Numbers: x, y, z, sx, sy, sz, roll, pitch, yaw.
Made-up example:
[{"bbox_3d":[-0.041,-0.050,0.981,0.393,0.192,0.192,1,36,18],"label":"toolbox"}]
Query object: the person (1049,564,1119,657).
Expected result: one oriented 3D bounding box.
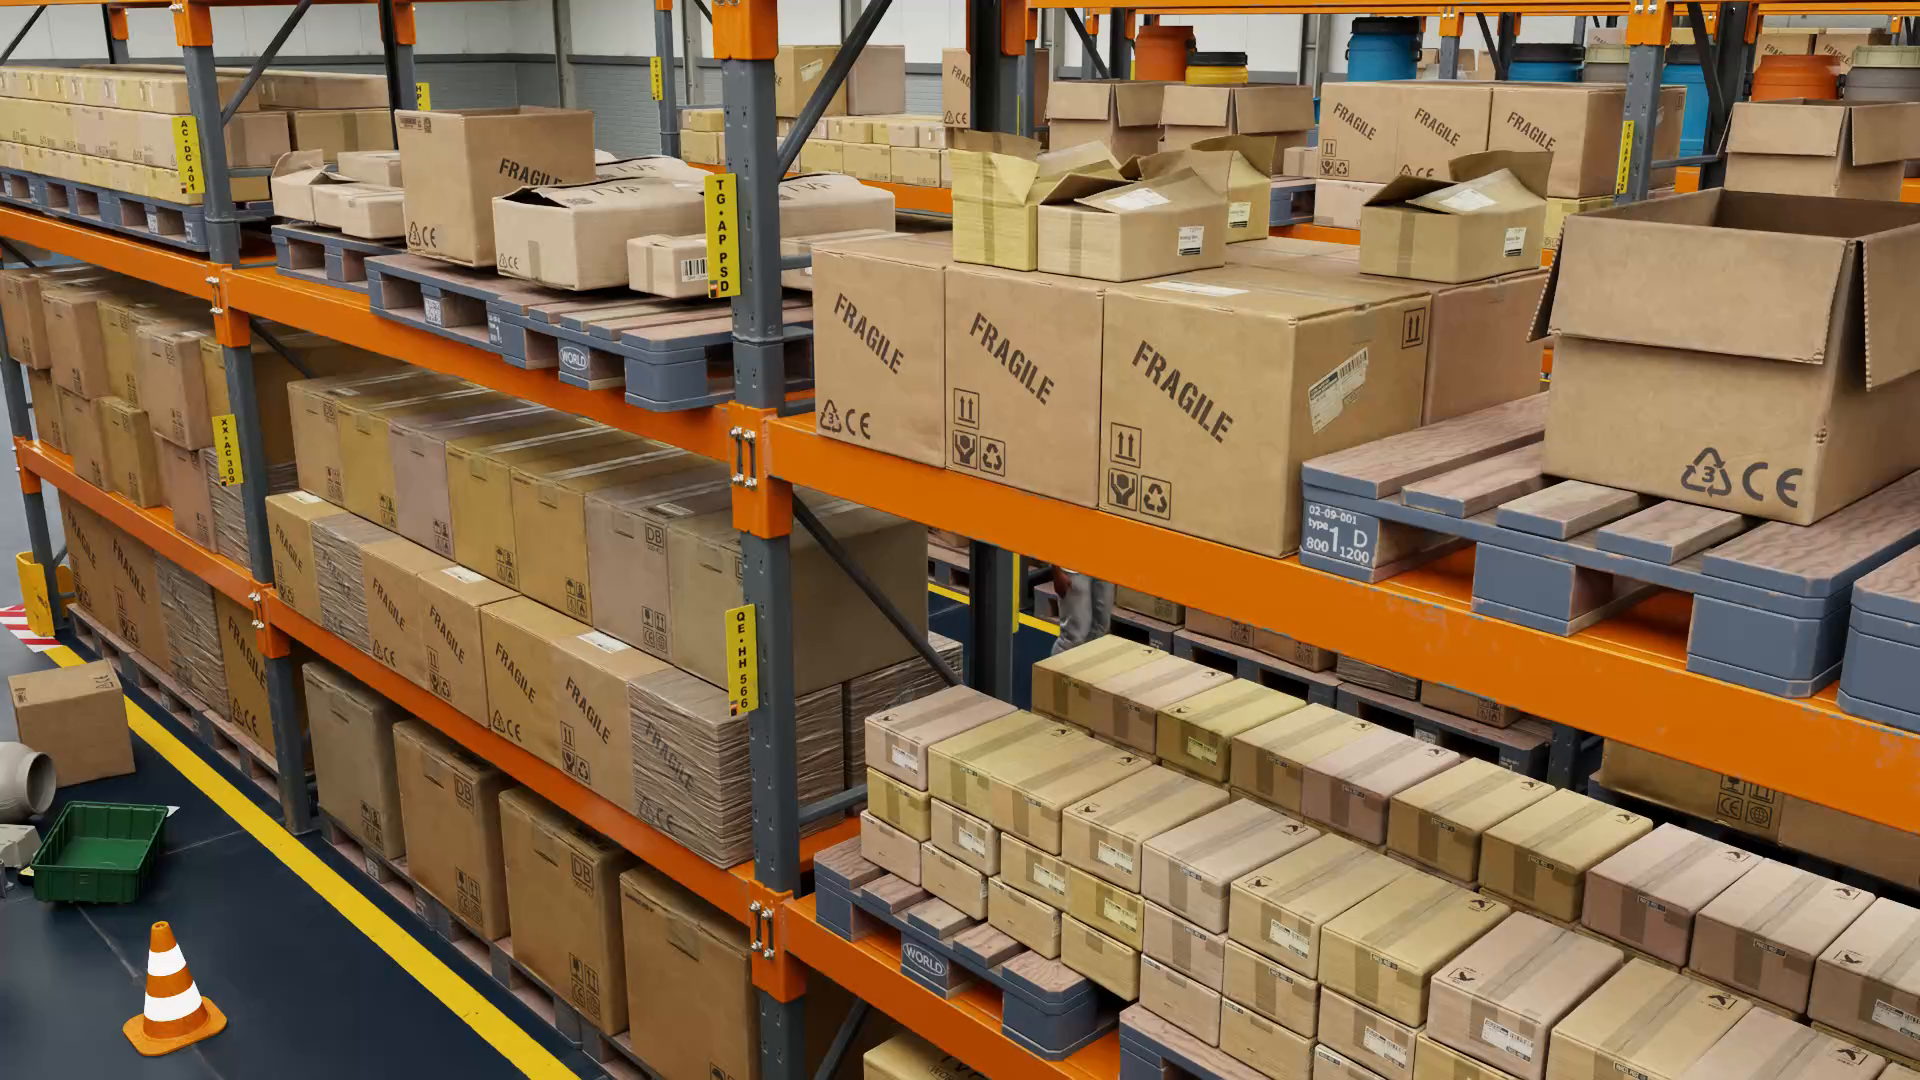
[{"bbox_3d":[0.718,0.141,9.560,0.367,1.760,0.565,16,23,41],"label":"person"}]
